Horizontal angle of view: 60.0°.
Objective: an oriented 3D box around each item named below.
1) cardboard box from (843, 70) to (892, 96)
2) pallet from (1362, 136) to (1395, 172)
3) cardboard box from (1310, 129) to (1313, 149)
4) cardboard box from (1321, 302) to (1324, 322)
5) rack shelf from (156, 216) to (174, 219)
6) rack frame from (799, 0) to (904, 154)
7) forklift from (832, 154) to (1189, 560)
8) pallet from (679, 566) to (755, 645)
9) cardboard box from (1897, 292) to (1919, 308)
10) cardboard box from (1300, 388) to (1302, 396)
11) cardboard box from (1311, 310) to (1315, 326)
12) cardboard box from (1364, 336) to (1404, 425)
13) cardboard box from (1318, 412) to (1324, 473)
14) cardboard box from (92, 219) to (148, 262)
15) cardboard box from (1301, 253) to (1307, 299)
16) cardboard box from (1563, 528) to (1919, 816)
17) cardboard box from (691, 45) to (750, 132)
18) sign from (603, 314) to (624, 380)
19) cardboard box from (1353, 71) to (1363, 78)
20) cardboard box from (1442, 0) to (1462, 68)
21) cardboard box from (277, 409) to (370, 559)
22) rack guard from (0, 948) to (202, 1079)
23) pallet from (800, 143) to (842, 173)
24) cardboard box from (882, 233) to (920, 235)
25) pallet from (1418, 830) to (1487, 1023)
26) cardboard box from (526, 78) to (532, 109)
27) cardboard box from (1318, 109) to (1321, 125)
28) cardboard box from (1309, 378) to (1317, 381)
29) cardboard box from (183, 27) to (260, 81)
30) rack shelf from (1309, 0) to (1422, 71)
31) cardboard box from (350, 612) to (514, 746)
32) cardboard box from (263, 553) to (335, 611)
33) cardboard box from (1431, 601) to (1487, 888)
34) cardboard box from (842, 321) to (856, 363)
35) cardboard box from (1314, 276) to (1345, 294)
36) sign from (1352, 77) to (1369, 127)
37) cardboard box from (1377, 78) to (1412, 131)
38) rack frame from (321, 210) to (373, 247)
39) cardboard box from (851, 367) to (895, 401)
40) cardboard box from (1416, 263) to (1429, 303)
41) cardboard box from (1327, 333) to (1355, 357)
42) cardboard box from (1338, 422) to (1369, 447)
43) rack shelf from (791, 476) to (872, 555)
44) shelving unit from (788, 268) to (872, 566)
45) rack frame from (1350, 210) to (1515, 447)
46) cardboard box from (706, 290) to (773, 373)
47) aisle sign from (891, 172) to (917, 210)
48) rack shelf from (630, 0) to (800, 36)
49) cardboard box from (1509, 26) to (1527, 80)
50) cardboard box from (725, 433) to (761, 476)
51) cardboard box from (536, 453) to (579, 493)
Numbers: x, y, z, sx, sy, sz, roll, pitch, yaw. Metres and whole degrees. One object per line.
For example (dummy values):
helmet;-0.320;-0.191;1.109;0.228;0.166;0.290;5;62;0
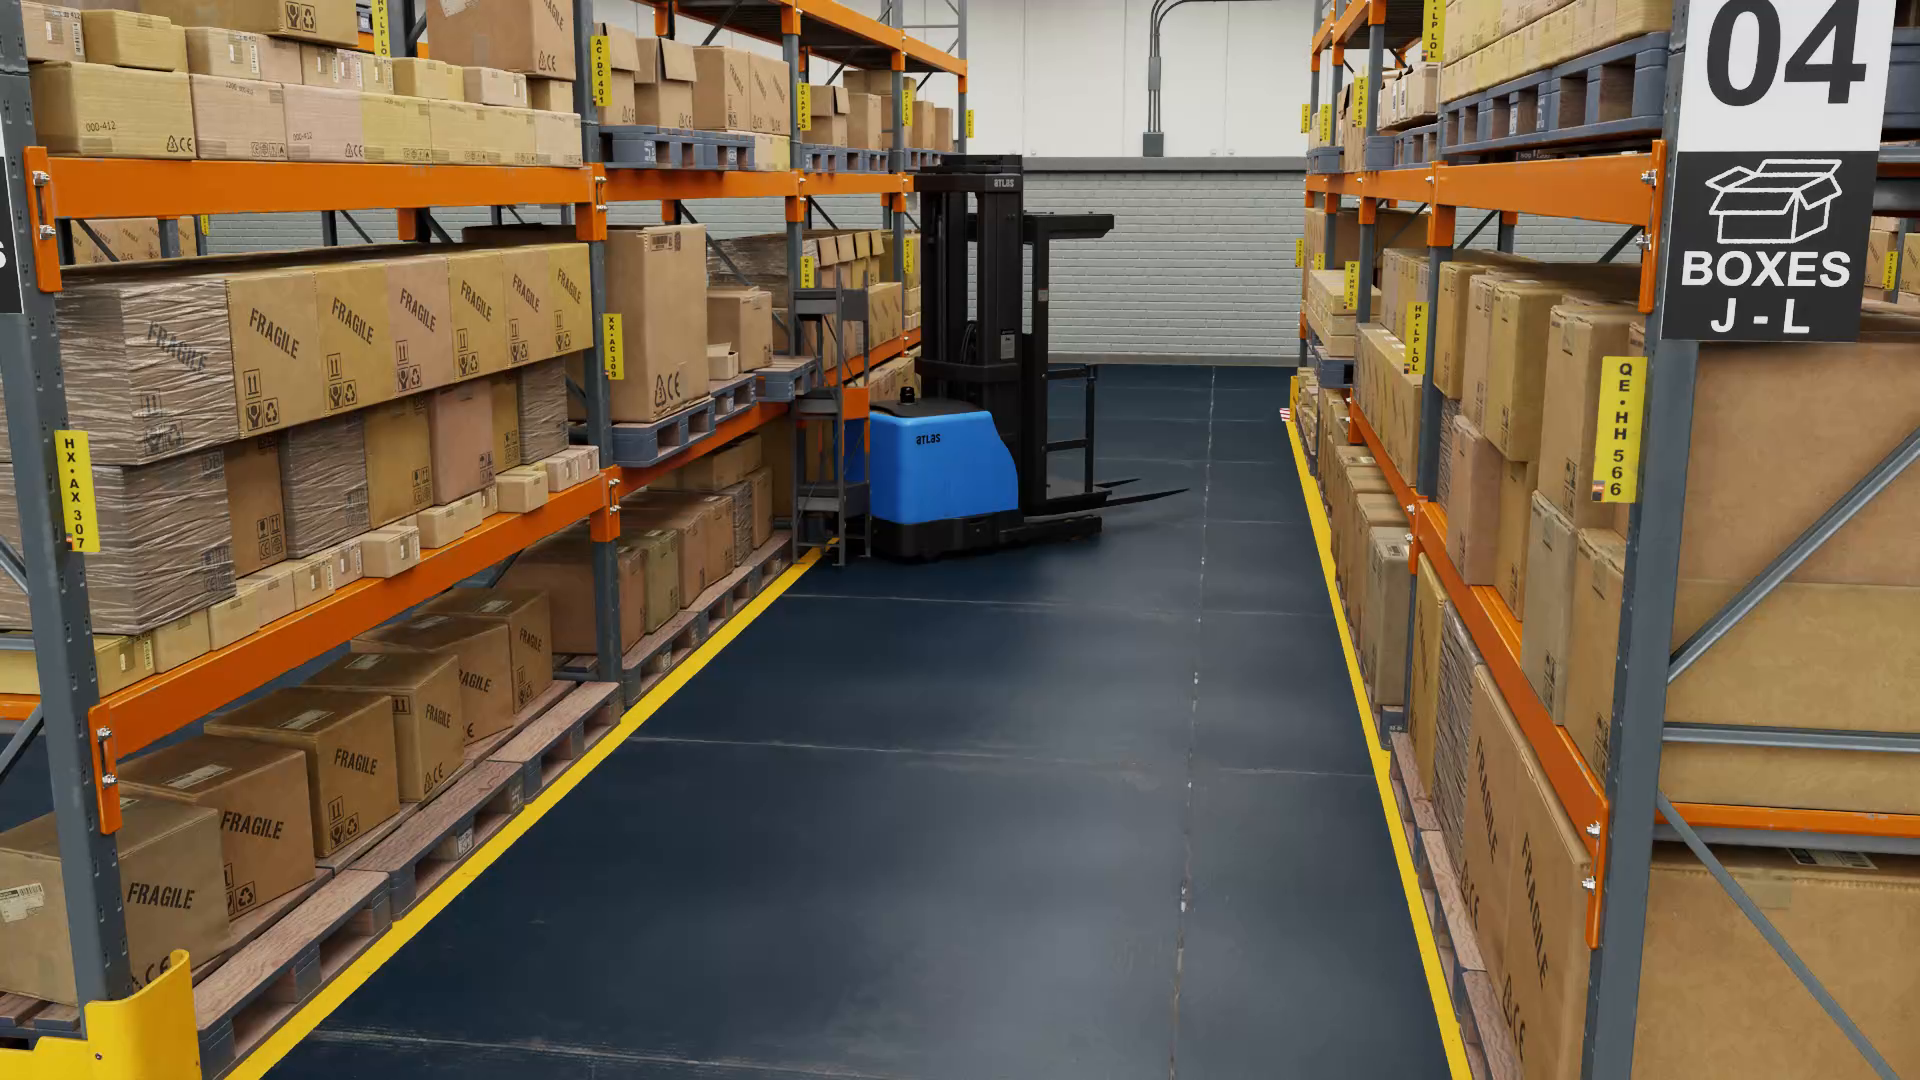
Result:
cardboard box;-0.887;-4.553;16.628;0.500;0.250;0.500;1;12;5
pallet;3.186;-2.445;10.547;1.213;0.211;1.003;2;12;11
cardboard box;4.059;-4.318;17.959;0.500;0.250;0.500;2;12;8
cardboard box;3.015;-1.767;12.964;0.380;0.149;0.250;2;12;8
rack shelf;-6.855;-2.247;10.889;1.077;0.370;4.000;2;12;9
rack frame;-1.038;-5.154;15.548;1.000;3.000;0.127;2;12;9
forklift;0.504;-1.511;13.047;3.031;2.935;1.130;-9;15;-35
pallet;-1.965;0.390;10.681;1.003;0.211;1.213;2;12;9
cardboard box;8.408;-1.989;14.271;0.500;0.250;0.500;2;12;7
cardboard box;4.030;-1.673;18.702;0.380;0.149;0.250;2;12;8
cardboard box;3.214;-1.893;14.256;0.380;0.149;0.250;2;12;9
cardboard box;2.743;-0.960;10.091;0.500;0.500;0.500;2;12;9
cardboard box;3.472;-0.878;14.882;0.500;0.500;0.500;2;12;11
cardboard box;-10.159;-3.599;19.960;0.500;0.500;0.500;2;12;10
cardboard box;4.121;-2.982;18.767;0.500;0.500;0.500;2;12;11
cardboard box;2.014;0.306;4.095;0.875;0.550;0.550;2;12;9
cardboard box;-1.639;-2.831;10.466;0.500;0.500;0.500;2;12;10
sign;-1.731;-0.963;8.288;0.100;0.325;0.005;2;12;9
cardboard box;3.215;-3.457;12.742;0.396;0.266;0.258;2;12;9
cardboard box;2.265;-2.074;6.793;0.500;0.250;0.500;2;12;9
cardboard box;-2.694;-0.242;6.052;0.875;0.500;0.500;2;12;9
rack guard;-2.872;1.483;4.926;1.175;0.500;0.348;2;12;9
pallet;-1.607;-2.898;12.651;1.213;0.211;1.003;2;12;11
cardboard box;-0.553;-2.962;17.488;0.500;0.500;0.500;1;12;7
pallet;2.238;1.399;5.999;1.003;0.211;1.213;2;12;9
cardboard box;-2.164;-2.014;7.509;0.380;0.149;0.250;2;12;9
cardboard box;3.817;-4.269;16.786;0.380;0.149;0.250;2;12;8
cardboard box;3.949;-1.655;17.912;0.380;0.149;0.250;2;12;11
cardboard box;-2.448;-1.523;5.229;0.380;0.149;0.250;2;12;11
rack shelf;4.155;-5.035;16.713;1.077;0.370;4.000;2;12;9
cardboard box;-2.450;0.662;7.737;0.500;0.500;0.500;6;14;27
cardboard box;-2.430;0.140;5.818;0.380;0.149;0.250;2;12;9
cardboard box;2.316;0.776;6.321;0.875;0.875;0.875;2;12;9
cardboard box;-1.157;-1.744;13.729;0.500;0.500;0.500;2;12;8
cardboard box;3.174;-2.129;13.940;0.380;0.149;0.250;2;12;8
sign;2.696;-2.944;11.187;0.100;0.325;0.005;2;12;9
cardboard box;2.904;-2.740;10.446;0.500;0.311;0.500;2;12;9
rack frame;-5.932;-2.382;16.925;1.000;3.000;0.127;2;12;9
cardboard box;-1.253;-1.068;14.876;1.225;0.875;0.875;1;12;7
cardboard box;2.843;-1.228;8.960;0.700;0.500;0.500;2;12;9
cardboard box;2.854;-1.407;12.001;0.380;0.149;0.250;2;12;10
cardboard box;3.078;-0.708;12.314;0.500;0.250;0.500;2;12;7
rack shelf;-0.935;-0.185;12.121;0.431;0.518;0.480;2;8;19
shelving unit;-0.937;-0.893;12.033;0.431;2.100;0.503;2;8;19
rack frame;3.232;-1.207;11.473;1.000;3.000;0.127;2;12;9
cardboard box;-1.684;-1.410;11.180;0.700;0.500;0.500;4;13;17
aisle sign;-0.708;-4.349;19.885;0.394;0.787;0.004;2;12;9
rack shelf;-1.961;-3.358;9.871;1.077;0.370;4.000;2;12;9
cardboard box;1.953;-1.537;5.247;0.380;0.149;0.250;2;12;9
cardboard box;-1.727;-0.608;11.803;0.500;0.250;0.500;2;12;11
cardboard box;-2.059;-0.327;7.988;0.380;0.149;0.250;2;12;9
